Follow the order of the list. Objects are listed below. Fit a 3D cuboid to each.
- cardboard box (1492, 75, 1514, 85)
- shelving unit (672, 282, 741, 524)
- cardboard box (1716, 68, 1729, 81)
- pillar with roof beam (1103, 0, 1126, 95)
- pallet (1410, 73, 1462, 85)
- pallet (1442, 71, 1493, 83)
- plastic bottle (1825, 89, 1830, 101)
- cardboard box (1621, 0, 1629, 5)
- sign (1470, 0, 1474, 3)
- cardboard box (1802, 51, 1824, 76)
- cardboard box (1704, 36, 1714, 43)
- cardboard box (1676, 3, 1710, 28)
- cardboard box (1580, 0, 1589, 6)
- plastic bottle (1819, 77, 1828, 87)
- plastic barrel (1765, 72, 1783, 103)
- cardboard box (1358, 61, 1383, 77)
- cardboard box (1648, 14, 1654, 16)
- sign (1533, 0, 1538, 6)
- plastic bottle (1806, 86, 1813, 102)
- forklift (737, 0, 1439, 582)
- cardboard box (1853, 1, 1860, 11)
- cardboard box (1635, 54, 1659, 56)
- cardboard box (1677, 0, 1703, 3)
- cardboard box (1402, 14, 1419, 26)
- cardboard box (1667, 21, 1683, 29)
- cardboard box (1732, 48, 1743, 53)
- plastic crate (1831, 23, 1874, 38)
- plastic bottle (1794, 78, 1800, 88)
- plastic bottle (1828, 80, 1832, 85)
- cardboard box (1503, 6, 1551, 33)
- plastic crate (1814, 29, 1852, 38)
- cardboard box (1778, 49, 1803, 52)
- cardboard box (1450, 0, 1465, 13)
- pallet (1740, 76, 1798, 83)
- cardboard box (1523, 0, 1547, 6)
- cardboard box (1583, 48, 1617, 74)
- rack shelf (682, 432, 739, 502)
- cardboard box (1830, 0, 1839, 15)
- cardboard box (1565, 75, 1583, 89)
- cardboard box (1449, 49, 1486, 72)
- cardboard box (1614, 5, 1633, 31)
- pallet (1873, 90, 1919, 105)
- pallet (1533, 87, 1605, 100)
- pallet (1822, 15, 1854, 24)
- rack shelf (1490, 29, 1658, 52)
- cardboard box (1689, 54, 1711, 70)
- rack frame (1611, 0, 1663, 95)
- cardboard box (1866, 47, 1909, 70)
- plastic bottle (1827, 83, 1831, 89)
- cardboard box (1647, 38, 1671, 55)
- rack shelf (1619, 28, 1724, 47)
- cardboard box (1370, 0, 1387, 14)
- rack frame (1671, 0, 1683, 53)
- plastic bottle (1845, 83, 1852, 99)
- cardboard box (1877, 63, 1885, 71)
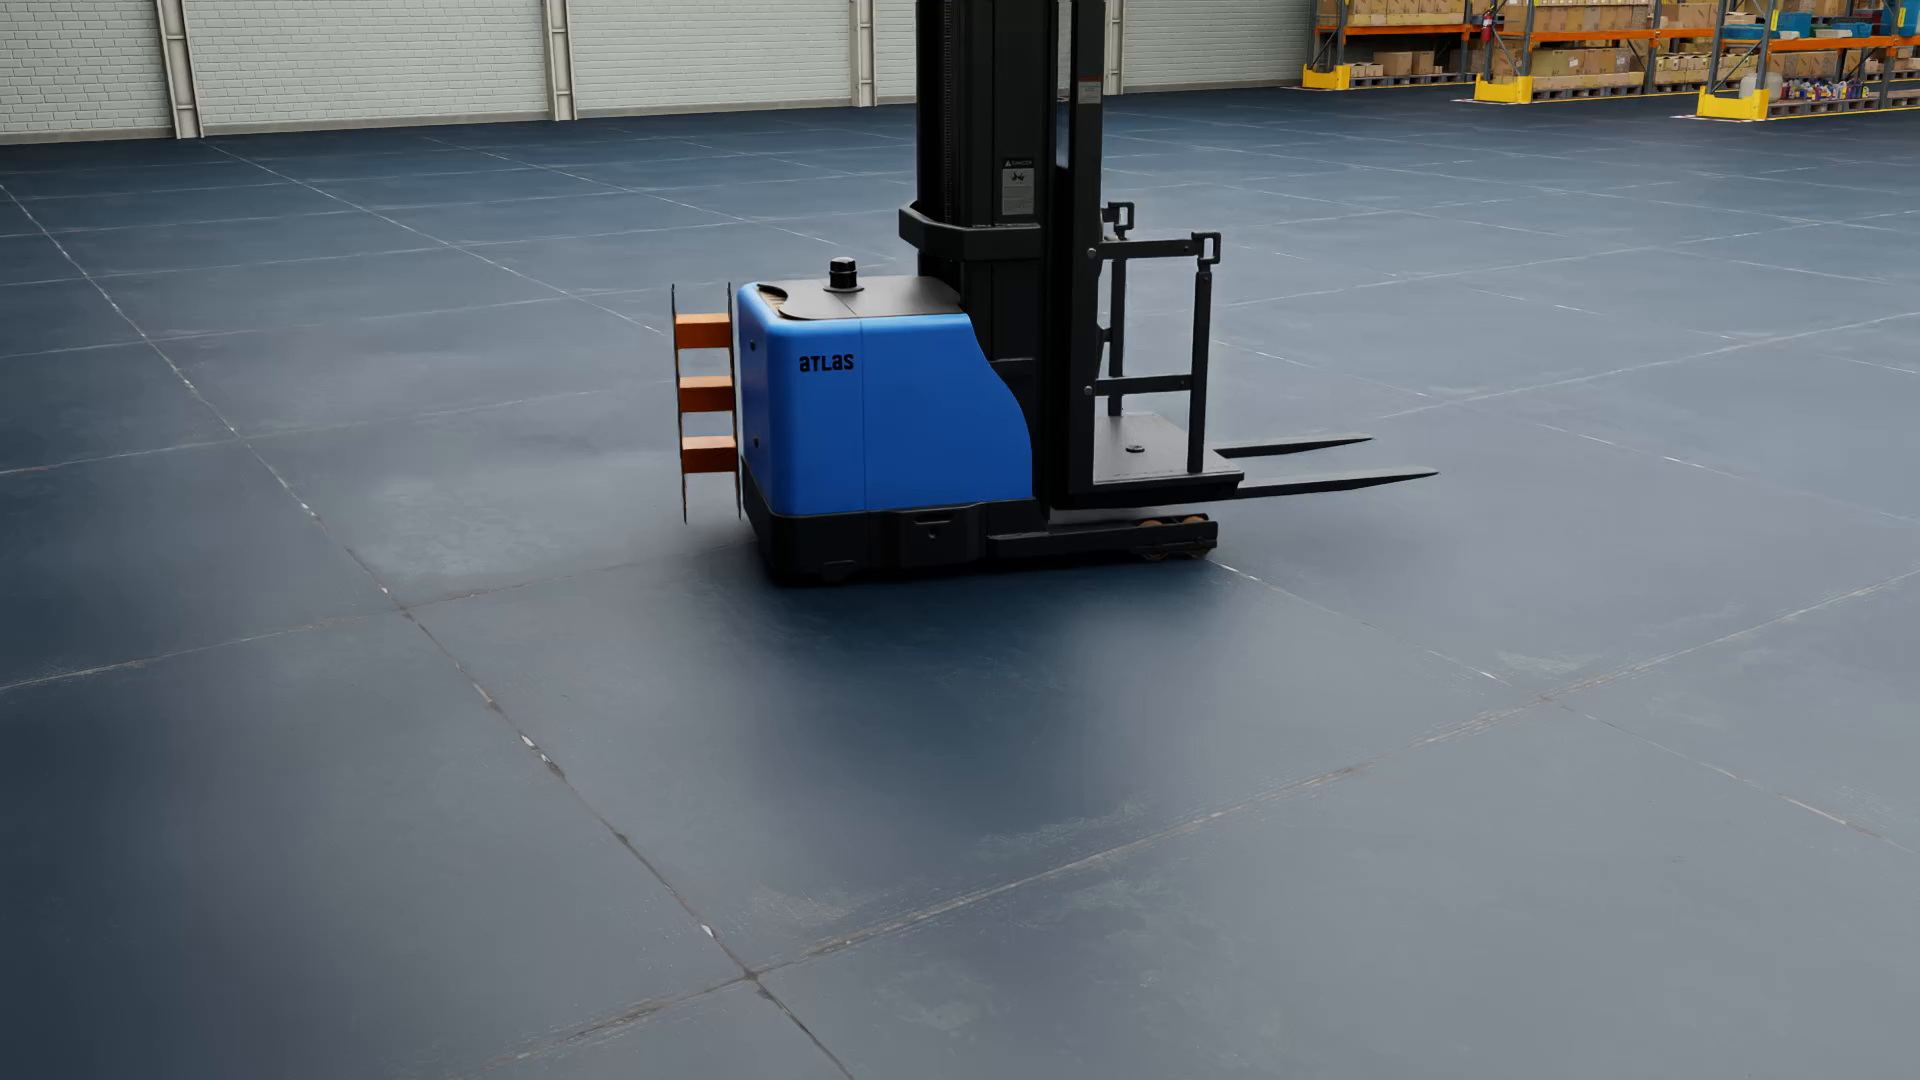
[{"bbox_3d":[11.092,-9.234,33.512,0.500,0.250,0.500,-12,22,-31],"label":"cardboard box"},{"bbox_3d":[-1.125,-0.605,7.395,0.252,1.050,0.215,-3,19,-8],"label":"shelving unit"},{"bbox_3d":[16.332,-10.132,36.169,0.500,0.250,0.500,-11,22,-30],"label":"cardboard box"},{"bbox_3d":[5.544,-12.477,30.099,0.400,9.000,9.100,-12,22,-31],"label":"pillar with roof beam"},{"bbox_3d":[10.878,-10.744,38.696,1.213,0.211,1.003,-12,22,-31],"label":"pallet"},{"bbox_3d":[12.069,-11.010,39.481,1.213,0.211,1.003,-12,22,-31],"label":"pallet"},{"bbox_3d":[15.665,-8.053,30.063,0.097,0.201,0.097,0,19,0],"label":"plastic bottle"},{"bbox_3d":[13.394,-10.982,33.876,0.250,0.149,0.380,-12,22,-32],"label":"cardboard box"},{"bbox_3d":[11.724,-12.459,38.063,0.005,0.325,0.100,-12,22,-31],"label":"sign"},{"bbox_3d":[19.314,-10.875,37.946,0.500,0.500,0.500,-13,23,-33],"label":"cardboard box"},{"bbox_3d":[19.604,-13.132,43.639,0.250,0.149,0.380,-13,22,-33],"label":"cardboard box"},{"bbox_3d":[15.656,-11.228,35.617,0.500,0.500,0.500,-12,22,-31],"label":"cardboard box"},{"bbox_3d":[12.327,-10.758,33.213,0.250,0.149,0.380,-12,22,-32],"label":"cardboard box"},{"bbox_3d":[16.045,-8.427,30.937,0.185,0.351,0.144,-12,22,-31],"label":"plastic bottle"},{"bbox_3d":[14.454,-8.084,29.701,0.421,0.512,0.421,0,19,0],"label":"plastic barrel"},{"bbox_3d":[9.182,-10.621,37.490,0.500,0.311,0.500,-10,21,-27],"label":"cardboard box"},{"bbox_3d":[17.347,-13.211,41.999,0.250,0.149,0.380,-12,22,-31],"label":"cardboard box"},{"bbox_3d":[11.106,-10.462,32.032,0.005,0.325,0.100,-12,22,-31],"label":"sign"},{"bbox_3d":[15.213,-7.990,29.770,0.097,0.271,0.097,0,19,0],"label":"plastic bottle"},{"bbox_3d":[0.600,-1.461,6.990,3.031,2.935,1.130,-5,19,-14],"label":"forklift"},{"bbox_3d":[21.105,-12.482,39.326,0.500,0.500,0.500,-11,22,-31],"label":"cardboard box"},{"bbox_3d":[14.759,-10.272,35.707,0.500,0.311,0.500,-11,22,-30],"label":"cardboard box"},{"bbox_3d":[18.563,-13.835,43.017,0.700,0.700,0.980,-12,22,-31],"label":"cardboard box"},{"bbox_3d":[9.939,-11.700,37.371,0.500,0.250,0.500,-12,22,-31],"label":"cardboard box"},{"bbox_3d":[14.999,-10.851,35.050,0.250,0.149,0.380,-12,22,-31],"label":"cardboard box"},{"bbox_3d":[20.494,-13.083,44.508,0.500,0.500,0.700,-12,22,-32],"label":"cardboard box"},{"bbox_3d":[16.093,-9.205,30.021,0.616,0.251,0.499,-12,22,-31],"label":"plastic crate"},{"bbox_3d":[15.453,-8.357,30.731,0.185,0.351,0.144,-12,22,-32],"label":"plastic bottle"},{"bbox_3d":[16.361,-8.520,31.336,0.097,0.271,0.097,0,19,0],"label":"plastic bottle"},{"bbox_3d":[11.203,-10.290,32.843,0.500,0.500,0.700,-12,22,-31],"label":"cardboard box"},{"bbox_3d":[15.651,-9.064,29.785,0.437,0.136,0.530,-12,22,-31],"label":"plastic crate"},{"bbox_3d":[19.036,-11.373,38.246,0.500,0.250,0.500,-12,22,-32],"label":"cardboard box"},{"bbox_3d":[11.195,-12.321,38.037,0.500,0.500,0.500,-12,22,-32],"label":"cardboard box"},{"bbox_3d":[18.132,-10.374,37.600,1.213,0.211,1.003,-12,22,-31],"label":"pallet"},{"bbox_3d":[11.252,-10.530,32.540,0.250,0.149,0.380,-12,22,-32],"label":"cardboard box"},{"bbox_3d":[13.040,-9.806,34.034,0.500,0.500,0.500,-12,22,-31],"label":"cardboard box"},{"bbox_3d":[-1.125,-0.332,7.488,0.240,0.259,0.215,-3,19,-8],"label":"rack shelf"},{"bbox_3d":[19.770,-12.362,38.317,0.500,0.500,0.700,-8,20,-23],"label":"cardboard box"},{"bbox_3d":[12.210,-9.272,33.626,0.500,0.250,0.500,-12,22,-31],"label":"cardboard box"},{"bbox_3d":[12.025,-11.351,39.354,0.500,0.500,0.700,-11,22,-30],"label":"cardboard box"},{"bbox_3d":[13.343,-10.742,34.178,0.500,0.500,0.700,-12,22,-32],"label":"cardboard box"},{"bbox_3d":[18.522,-8.587,32.315,1.213,0.211,1.003,-12,22,-31],"label":"pallet"},{"bbox_3d":[12.440,-9.203,34.136,1.213,0.211,1.003,-12,22,-31],"label":"pallet"},{"bbox_3d":[20.101,-12.075,38.579,1.213,0.211,1.003,-12,22,-31],"label":"pallet"},{"bbox_3d":[12.477,-10.176,33.783,4.000,0.370,1.077,-12,22,-31],"label":"rack shelf"},{"bbox_3d":[15.912,-10.308,35.814,0.500,0.311,0.500,-11,22,-30],"label":"cardboard box"},{"bbox_3d":[14.147,-10.869,34.710,0.127,3.000,1.000,-12,22,-31],"label":"rack frame"},{"bbox_3d":[22.395,-11.636,40.190,0.637,0.503,0.797,-12,22,-31],"label":"cardboard box"},{"bbox_3d":[15.862,-8.184,30.324,0.133,0.283,0.061,-12,22,-31],"label":"plastic bottle"},{"bbox_3d":[17.629,-12.633,42.631,0.750,0.750,0.750,-12,22,-31],"label":"cardboard box"},{"bbox_3d":[15.817,-10.880,35.867,4.000,0.370,1.077,-12,22,-31],"label":"rack shelf"},{"bbox_3d":[9.061,-11.870,36.705,0.500,0.500,0.500,-12,22,-31],"label":"cardboard box"},{"bbox_3d":[18.101,-13.602,42.795,0.127,3.000,1.000,-12,22,-31],"label":"rack frame"},{"bbox_3d":[16.215,-8.201,30.372,0.133,0.283,0.061,-10,21,-28],"label":"plastic bottle"},{"bbox_3d":[22.015,-11.315,39.768,0.250,0.166,0.380,-12,22,-31],"label":"cardboard box"}]
